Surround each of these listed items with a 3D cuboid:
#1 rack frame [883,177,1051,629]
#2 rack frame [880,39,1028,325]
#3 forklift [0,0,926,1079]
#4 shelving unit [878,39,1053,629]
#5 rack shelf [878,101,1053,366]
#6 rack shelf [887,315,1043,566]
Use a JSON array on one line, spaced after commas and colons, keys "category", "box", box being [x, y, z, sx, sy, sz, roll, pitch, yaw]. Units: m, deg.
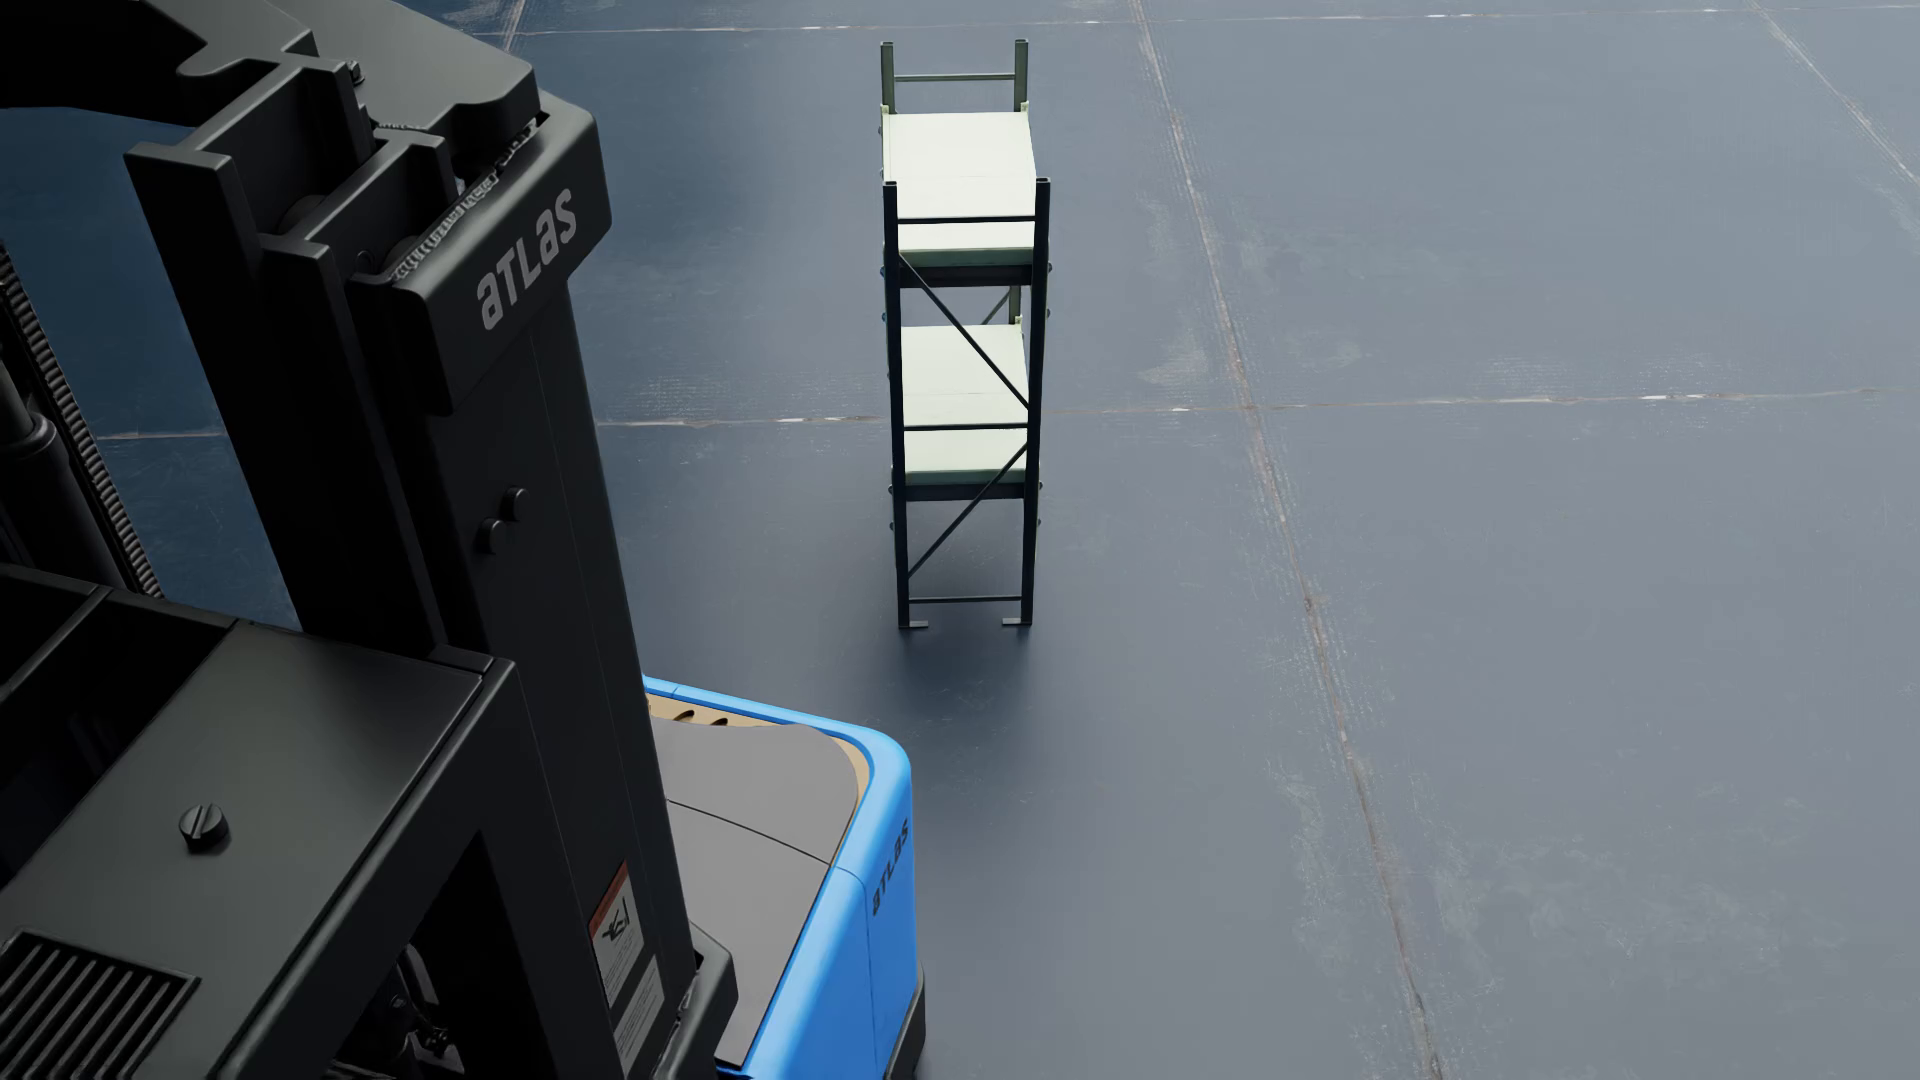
[{"category": "rack frame", "box": [0.016, -0.301, 4.469, 0.400, 1.500, 0.023, -2, 43, -2]}, {"category": "rack frame", "box": [-0.015, -0.795, 5.008, 0.400, 1.500, 0.023, -2, 43, -2]}, {"category": "forklift", "box": [-0.994, 0.955, 2.039, 1.130, 2.935, 3.031, 12, 44, 12]}, {"category": "shelving unit", "box": [0.000, -0.548, 4.738, 0.431, 1.500, 0.755, -2, 43, -2]}, {"category": "rack shelf", "box": [0.000, -0.836, 4.475, 0.431, 0.370, 0.720, -2, 43, -2]}, {"category": "rack shelf", "box": [0.000, -0.308, 4.959, 0.431, 0.370, 0.720, -2, 43, -2]}]
